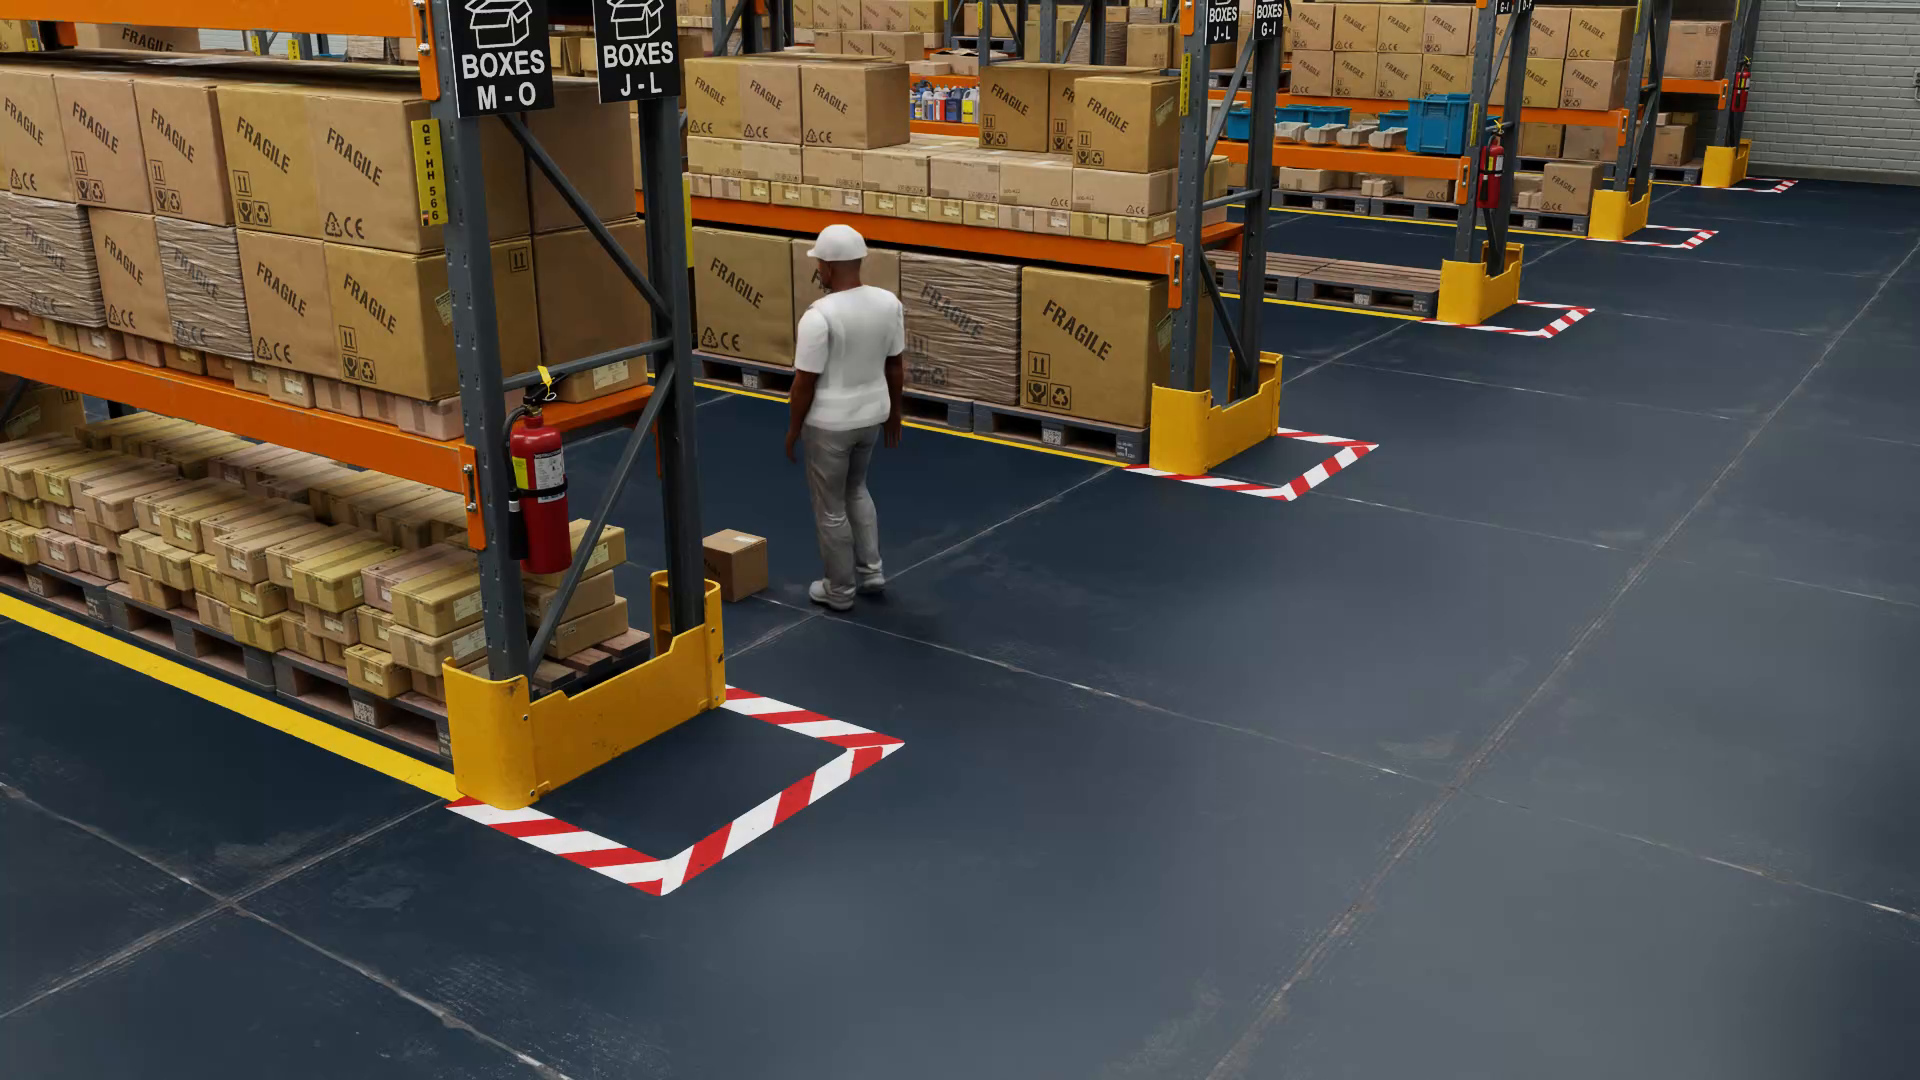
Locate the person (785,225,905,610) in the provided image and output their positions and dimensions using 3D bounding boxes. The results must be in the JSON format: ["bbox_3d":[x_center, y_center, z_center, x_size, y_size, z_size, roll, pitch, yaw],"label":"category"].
[{"bbox_3d":[-0.534,-0.515,7.518,0.602,1.828,0.426,-18,26,-41],"label":"person"}]
